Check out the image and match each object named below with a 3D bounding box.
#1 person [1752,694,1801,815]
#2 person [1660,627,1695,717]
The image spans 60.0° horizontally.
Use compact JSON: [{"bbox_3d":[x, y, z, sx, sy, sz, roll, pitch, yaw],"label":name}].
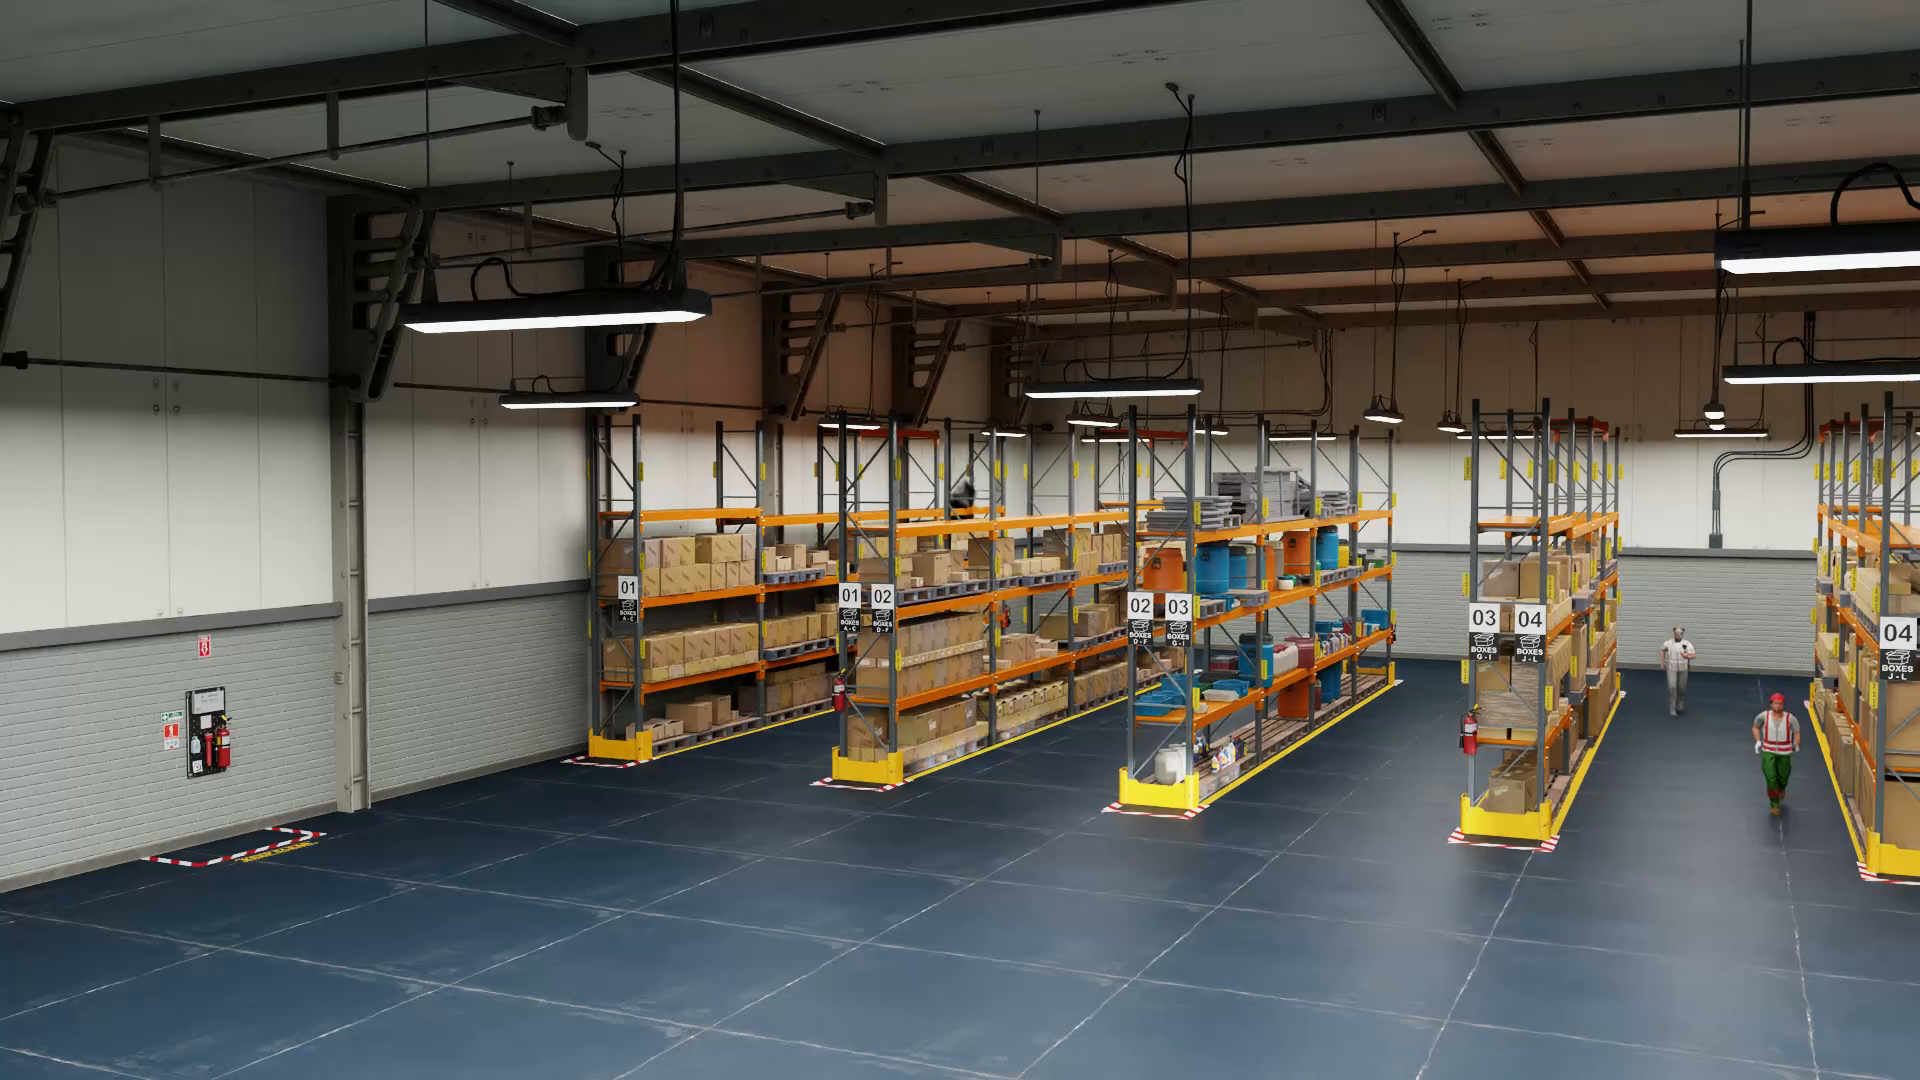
[{"bbox_3d":[12.026,3.122,24.508,0.636,1.753,0.833,1,3,25],"label":"person"},{"bbox_3d":[14.827,2.691,34.358,0.650,1.820,0.891,1,2,19],"label":"person"}]
